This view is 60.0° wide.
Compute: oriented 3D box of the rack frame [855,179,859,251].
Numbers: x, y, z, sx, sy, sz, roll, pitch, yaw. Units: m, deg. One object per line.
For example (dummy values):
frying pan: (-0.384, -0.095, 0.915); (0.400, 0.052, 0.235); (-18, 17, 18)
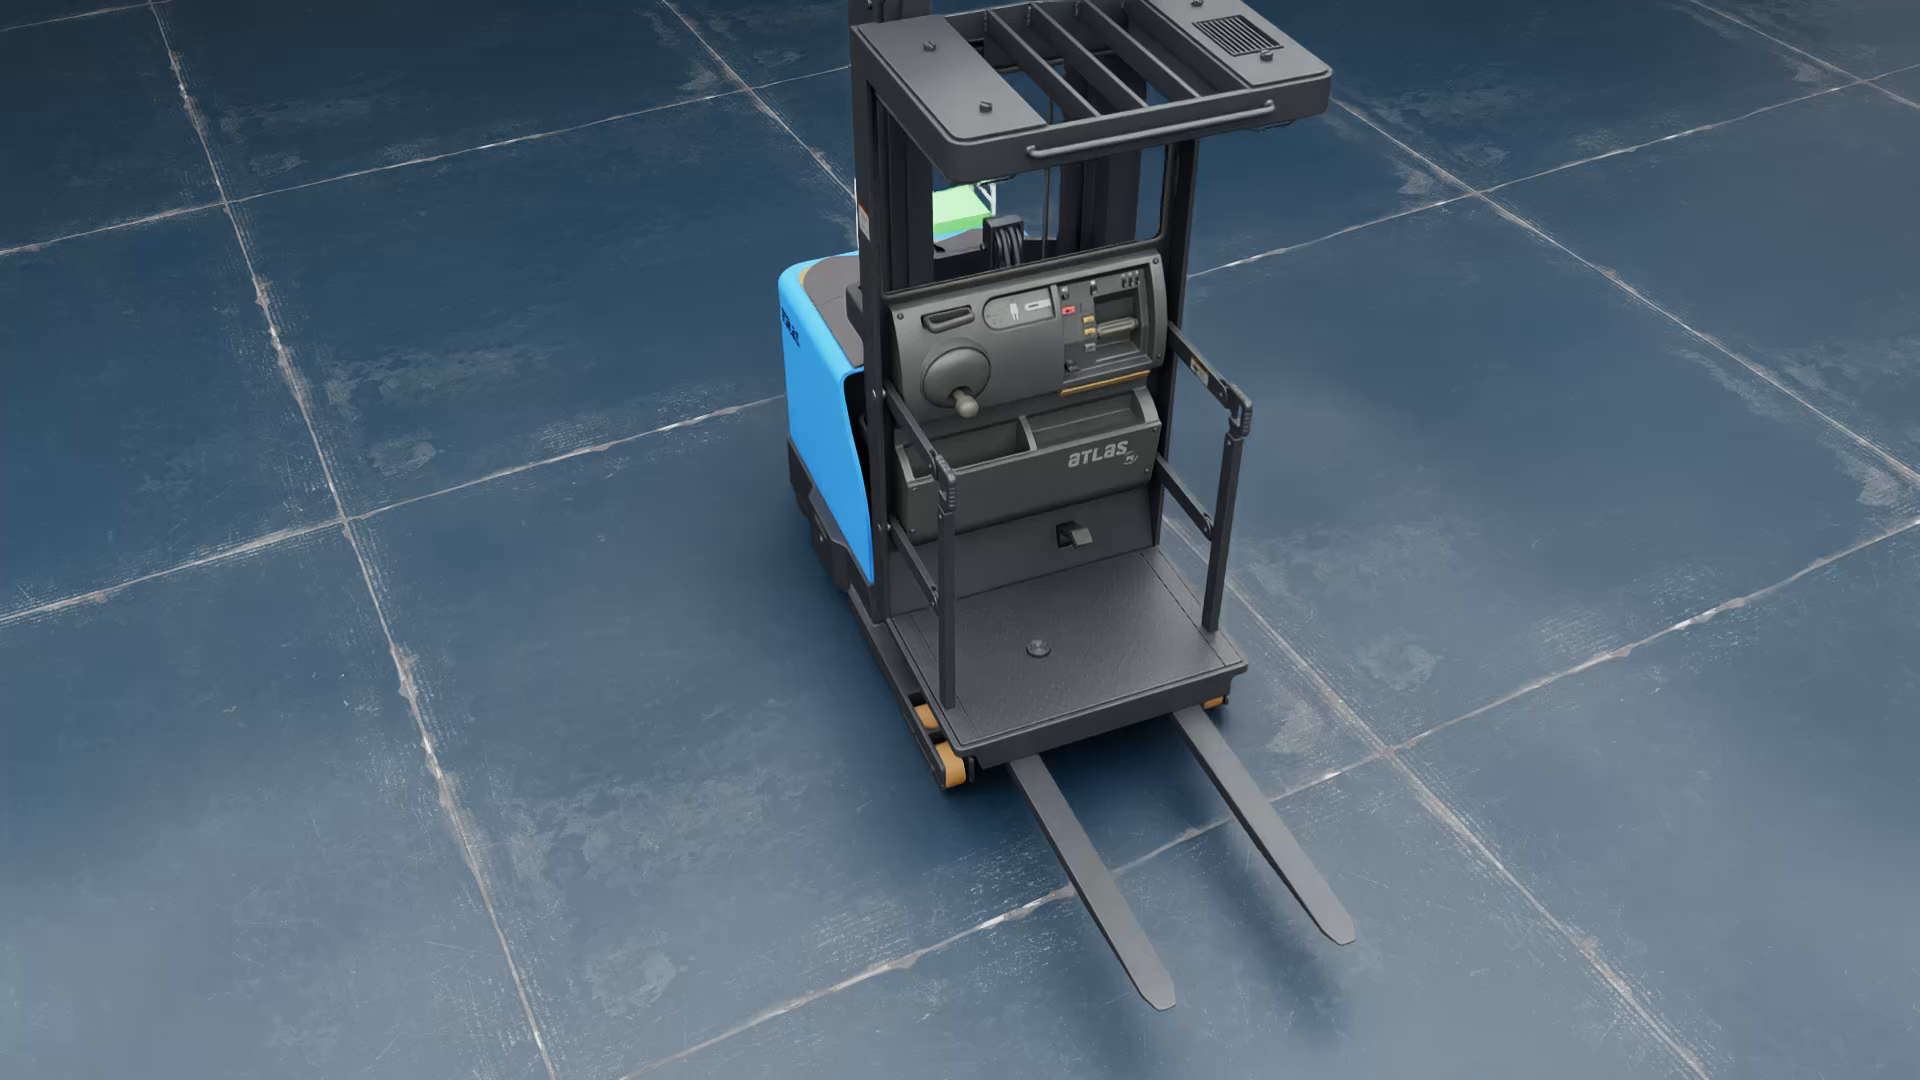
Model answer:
rack frame: (-0.365, -0.897, 6.881); (0.015, 1.200, 0.240); (-15, 42, -17)

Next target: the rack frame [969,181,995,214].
rack frame: (0.088, -1.015, 7.020); (0.015, 1.200, 0.240); (-15, 42, -17)

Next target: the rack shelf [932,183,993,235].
rack shelf: (-0.139, -1.274, 6.682); (0.480, 0.148, 0.258); (-15, 42, -17)

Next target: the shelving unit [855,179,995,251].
shelving unit: (-0.138, -0.956, 6.950); (0.503, 1.200, 0.258); (-15, 42, -17)

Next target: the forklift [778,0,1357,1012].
forklift: (0.315, -0.576, 5.162); (1.130, 2.935, 3.031); (-15, 42, -17)
